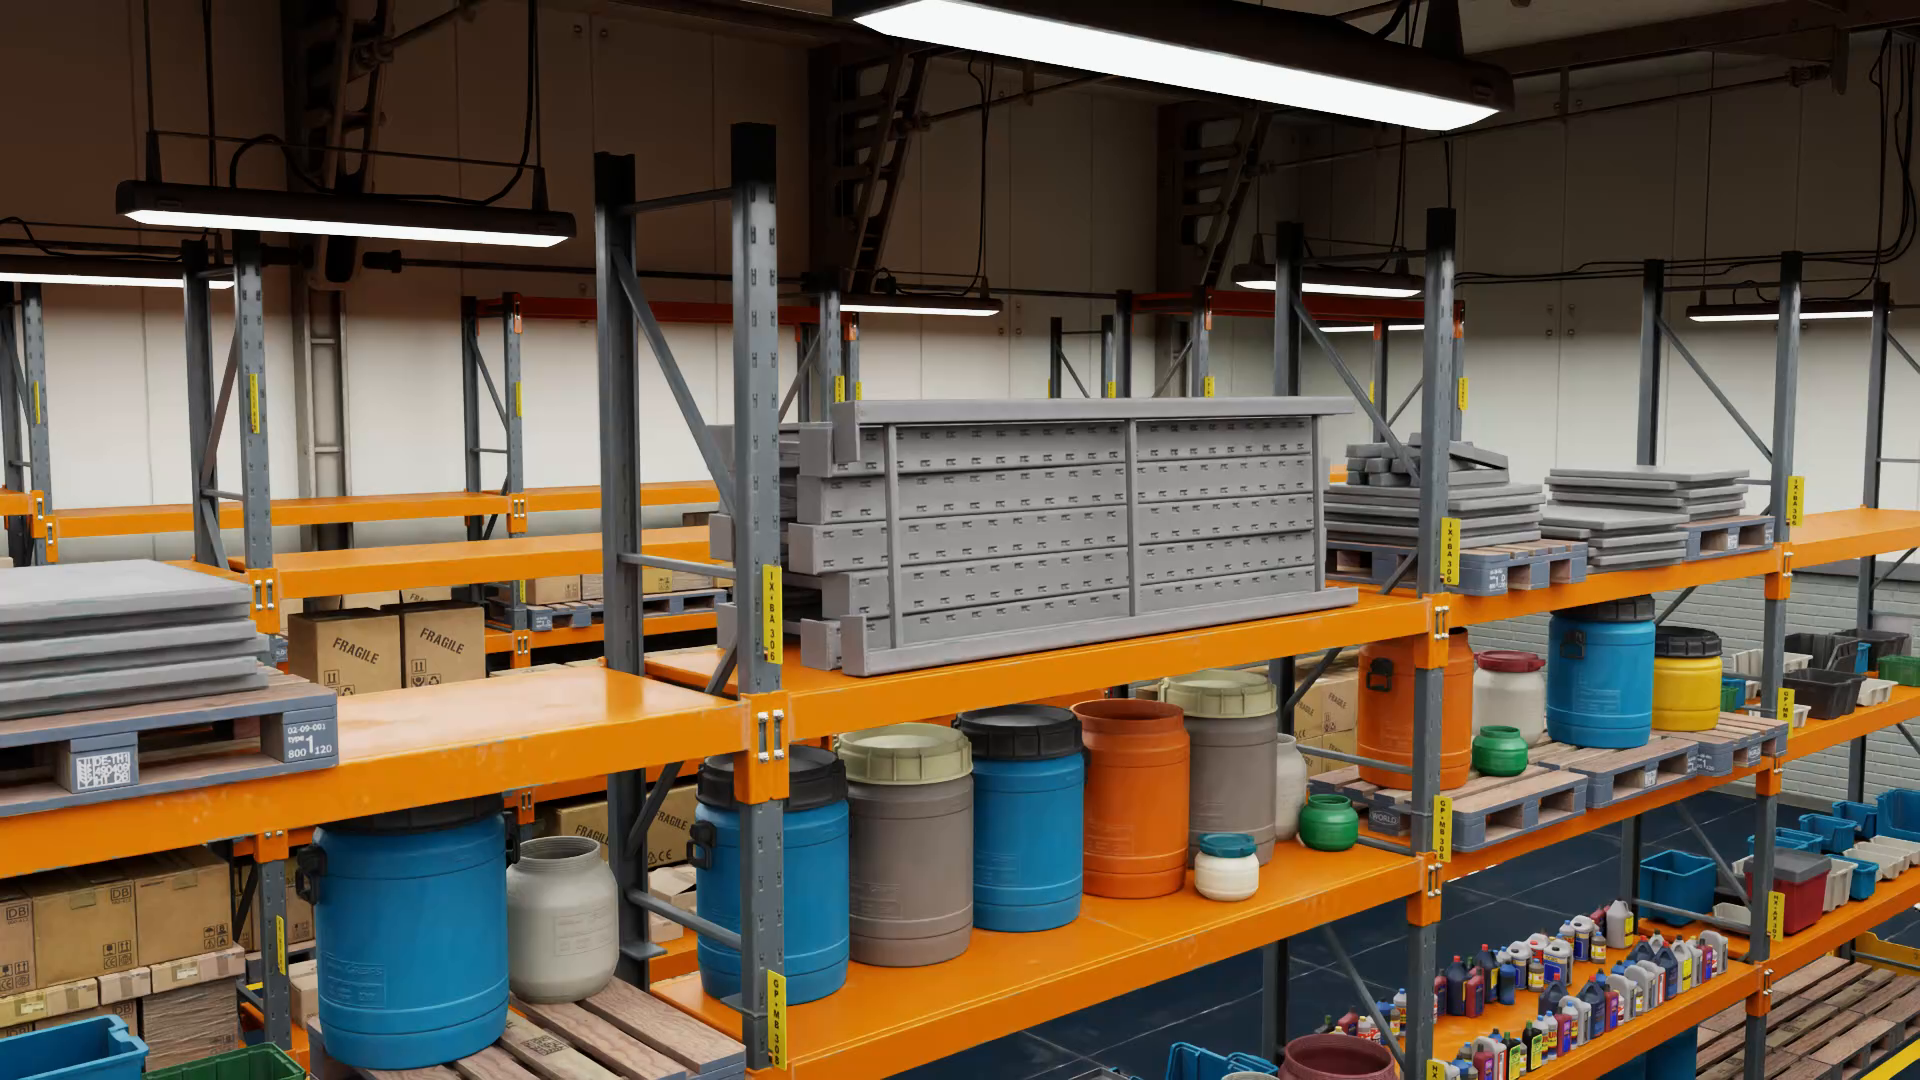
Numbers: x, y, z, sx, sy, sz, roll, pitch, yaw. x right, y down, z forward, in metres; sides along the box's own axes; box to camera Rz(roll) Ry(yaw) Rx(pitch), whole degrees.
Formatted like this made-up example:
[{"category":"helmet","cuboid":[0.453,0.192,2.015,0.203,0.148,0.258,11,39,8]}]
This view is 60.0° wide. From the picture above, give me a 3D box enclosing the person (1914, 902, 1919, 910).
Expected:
[{"category":"person","cuboid":[9.789,2.833,16.037,0.997,1.623,0.448,3,6,29]}]
